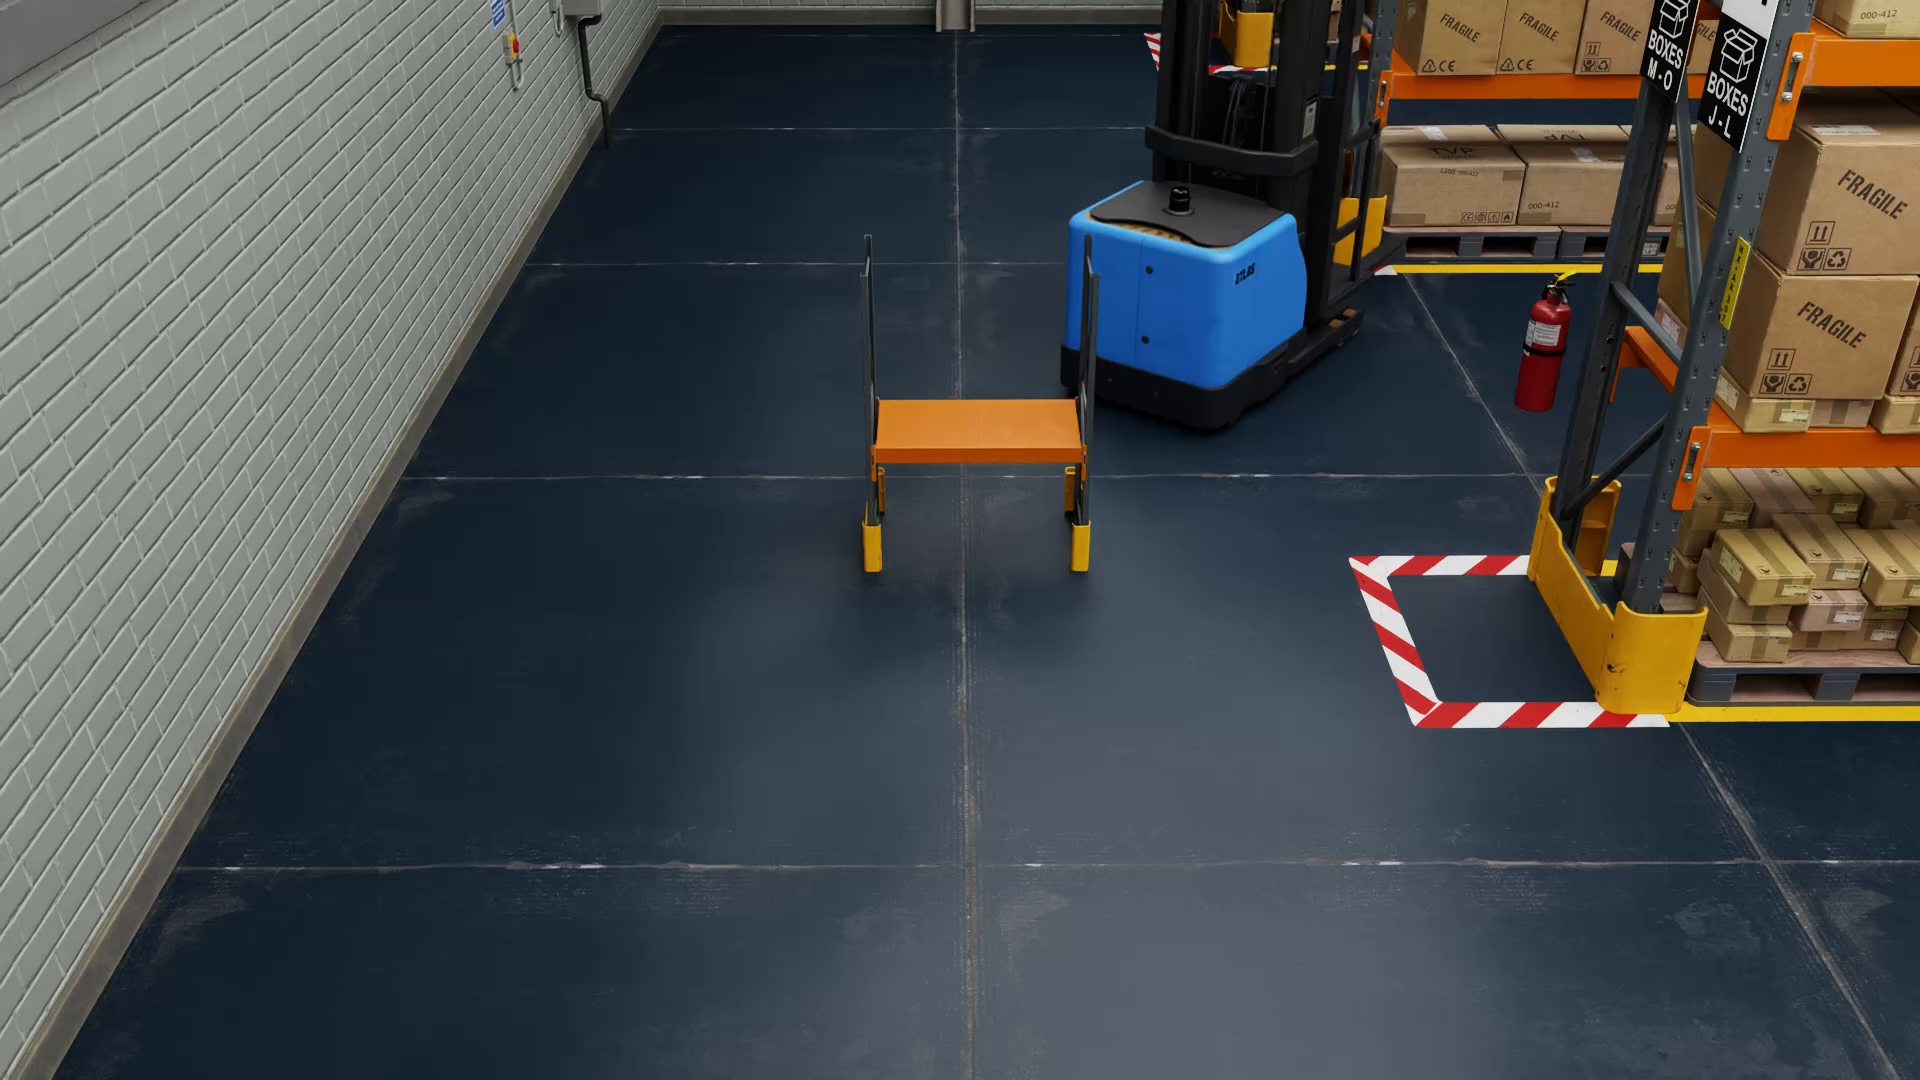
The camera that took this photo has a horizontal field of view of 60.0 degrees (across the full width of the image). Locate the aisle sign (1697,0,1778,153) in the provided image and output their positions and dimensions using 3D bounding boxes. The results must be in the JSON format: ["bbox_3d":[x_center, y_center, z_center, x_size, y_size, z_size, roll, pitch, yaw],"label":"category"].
[{"bbox_3d":[2.748,-1.804,5.826,0.004,0.787,0.394,0,31,0],"label":"aisle sign"}]

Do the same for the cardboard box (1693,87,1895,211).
[{"bbox_3d":[3.276,-1.576,6.609,0.500,0.500,0.500,-1,31,-1],"label":"cardboard box"}]

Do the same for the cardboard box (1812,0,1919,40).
[{"bbox_3d":[3.270,-1.936,5.801,0.500,0.250,0.500,1,31,1],"label":"cardboard box"}]

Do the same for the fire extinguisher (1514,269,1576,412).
[{"bbox_3d":[2.565,-0.895,7.267,0.183,0.674,0.296,0,31,0],"label":"fire extinguisher"}]

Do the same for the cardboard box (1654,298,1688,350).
[{"bbox_3d":[3.144,-0.889,7.065,0.250,0.149,0.380,0,31,0],"label":"cardboard box"}]

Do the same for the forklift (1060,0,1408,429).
[{"bbox_3d":[1.854,-2.572,9.664,1.130,2.935,3.031,21,37,30],"label":"forklift"}]

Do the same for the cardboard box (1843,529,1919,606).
[{"bbox_3d":[3.873,0.113,6.941,0.250,0.149,0.380,0,31,0],"label":"cardboard box"}]

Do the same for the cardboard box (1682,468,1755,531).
[{"bbox_3d":[3.347,-0.197,7.453,0.250,0.149,0.380,0,31,0],"label":"cardboard box"}]

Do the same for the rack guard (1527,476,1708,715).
[{"bbox_3d":[2.895,0.220,7.406,0.348,0.500,1.175,0,31,0],"label":"rack guard"}]

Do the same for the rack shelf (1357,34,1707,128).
[{"bbox_3d":[4.689,-3.115,11.185,4.000,0.370,1.077,0,31,0],"label":"rack shelf"}]

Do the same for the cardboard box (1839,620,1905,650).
[{"bbox_3d":[3.855,0.307,7.195,0.250,0.149,0.380,0,31,0],"label":"cardboard box"}]

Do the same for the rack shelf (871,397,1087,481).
[{"bbox_3d":[0.085,-0.488,7.955,1.000,0.185,0.538,0,31,0],"label":"rack shelf"}]

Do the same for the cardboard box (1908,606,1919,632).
[{"bbox_3d":[4.121,0.232,7.032,0.250,0.149,0.380,1,31,1],"label":"cardboard box"}]

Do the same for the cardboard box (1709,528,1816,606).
[{"bbox_3d":[3.345,0.111,6.945,0.250,0.149,0.380,-2,31,-3],"label":"cardboard box"}]

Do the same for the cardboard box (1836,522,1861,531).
[{"bbox_3d":[3.865,-0.089,7.561,0.250,0.149,0.380,-1,31,-2],"label":"cardboard box"}]

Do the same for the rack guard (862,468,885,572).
[{"bbox_3d":[-0.422,-0.106,8.183,0.087,0.250,0.587,0,31,0],"label":"rack guard"}]

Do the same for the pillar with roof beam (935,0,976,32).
[{"bbox_3d":[-0.021,-6.781,10.752,0.400,9.000,9.100,0,31,0],"label":"pillar with roof beam"}]

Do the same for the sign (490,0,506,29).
[{"bbox_3d":[-3.011,-3.476,10.828,0.001,0.218,0.327,0,31,0],"label":"sign"}]

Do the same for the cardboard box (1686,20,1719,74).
[{"bbox_3d":[4.686,-3.330,10.750,0.500,0.500,0.500,1,31,1],"label":"cardboard box"}]

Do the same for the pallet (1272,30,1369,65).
[{"bbox_3d":[3.528,-4.802,15.961,1.213,0.211,1.003,0,31,0],"label":"pallet"}]

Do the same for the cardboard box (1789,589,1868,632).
[{"bbox_3d":[3.619,0.223,7.047,0.250,0.149,0.380,0,31,-1],"label":"cardboard box"}]

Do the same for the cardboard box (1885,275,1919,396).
[{"bbox_3d":[3.805,-0.891,6.444,0.500,0.500,0.500,0,31,0],"label":"cardboard box"}]

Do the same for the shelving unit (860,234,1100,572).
[{"bbox_3d":[0.076,-0.641,7.861,1.083,1.500,0.587,0,31,0],"label":"shelving unit"}]

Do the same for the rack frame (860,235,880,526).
[{"bbox_3d":[-0.423,-0.640,7.859,0.032,1.500,0.500,0,31,0],"label":"rack frame"}]

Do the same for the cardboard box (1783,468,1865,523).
[{"bbox_3d":[3.857,-0.234,7.515,0.250,0.149,0.380,-1,31,-1],"label":"cardboard box"}]

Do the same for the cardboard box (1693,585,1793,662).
[{"bbox_3d":[3.345,0.355,7.116,0.250,0.149,0.380,0,31,1],"label":"cardboard box"}]

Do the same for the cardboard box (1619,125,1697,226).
[{"bbox_3d":[5.165,-2.563,11.648,0.875,0.438,0.875,-1,31,-2],"label":"cardboard box"}]

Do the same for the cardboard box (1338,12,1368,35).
[{"bbox_3d":[3.692,-4.885,15.754,0.250,0.149,0.380,-1,31,-2],"label":"cardboard box"}]

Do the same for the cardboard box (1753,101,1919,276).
[{"bbox_3d":[3.270,-1.310,6.170,0.500,0.500,0.500,0,31,-1],"label":"cardboard box"}]

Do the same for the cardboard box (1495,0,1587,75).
[{"bbox_3d":[3.676,-3.327,10.746,0.500,0.500,0.500,-1,31,-1],"label":"cardboard box"}]

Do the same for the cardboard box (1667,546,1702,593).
[{"bbox_3d":[3.345,0.081,7.568,0.250,0.149,0.380,0,31,1],"label":"cardboard box"}]

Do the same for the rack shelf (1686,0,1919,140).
[{"bbox_3d":[4.819,-1.830,6.176,4.000,0.370,1.077,0,31,0],"label":"rack shelf"}]

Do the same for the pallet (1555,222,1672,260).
[{"bbox_3d":[4.705,-2.269,11.786,1.213,0.211,1.003,0,31,0],"label":"pallet"}]

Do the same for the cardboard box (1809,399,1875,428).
[{"bbox_3d":[3.400,-0.594,6.580,0.250,0.149,0.380,1,31,1],"label":"cardboard box"}]

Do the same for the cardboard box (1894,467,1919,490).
[{"bbox_3d":[4.385,-0.232,7.511,0.250,0.149,0.380,1,31,2],"label":"cardboard box"}]

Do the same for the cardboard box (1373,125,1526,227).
[{"bbox_3d":[3.348,-2.554,11.633,0.875,0.438,0.875,-1,31,-2],"label":"cardboard box"}]

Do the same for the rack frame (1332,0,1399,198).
[{"bbox_3d":[2.689,-3.416,10.988,0.127,3.000,1.000,0,31,0],"label":"rack frame"}]

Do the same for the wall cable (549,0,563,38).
[{"bbox_3d":[-2.970,-4.556,11.888,0.122,1.984,0.588,0,31,0],"label":"wall cable"}]
